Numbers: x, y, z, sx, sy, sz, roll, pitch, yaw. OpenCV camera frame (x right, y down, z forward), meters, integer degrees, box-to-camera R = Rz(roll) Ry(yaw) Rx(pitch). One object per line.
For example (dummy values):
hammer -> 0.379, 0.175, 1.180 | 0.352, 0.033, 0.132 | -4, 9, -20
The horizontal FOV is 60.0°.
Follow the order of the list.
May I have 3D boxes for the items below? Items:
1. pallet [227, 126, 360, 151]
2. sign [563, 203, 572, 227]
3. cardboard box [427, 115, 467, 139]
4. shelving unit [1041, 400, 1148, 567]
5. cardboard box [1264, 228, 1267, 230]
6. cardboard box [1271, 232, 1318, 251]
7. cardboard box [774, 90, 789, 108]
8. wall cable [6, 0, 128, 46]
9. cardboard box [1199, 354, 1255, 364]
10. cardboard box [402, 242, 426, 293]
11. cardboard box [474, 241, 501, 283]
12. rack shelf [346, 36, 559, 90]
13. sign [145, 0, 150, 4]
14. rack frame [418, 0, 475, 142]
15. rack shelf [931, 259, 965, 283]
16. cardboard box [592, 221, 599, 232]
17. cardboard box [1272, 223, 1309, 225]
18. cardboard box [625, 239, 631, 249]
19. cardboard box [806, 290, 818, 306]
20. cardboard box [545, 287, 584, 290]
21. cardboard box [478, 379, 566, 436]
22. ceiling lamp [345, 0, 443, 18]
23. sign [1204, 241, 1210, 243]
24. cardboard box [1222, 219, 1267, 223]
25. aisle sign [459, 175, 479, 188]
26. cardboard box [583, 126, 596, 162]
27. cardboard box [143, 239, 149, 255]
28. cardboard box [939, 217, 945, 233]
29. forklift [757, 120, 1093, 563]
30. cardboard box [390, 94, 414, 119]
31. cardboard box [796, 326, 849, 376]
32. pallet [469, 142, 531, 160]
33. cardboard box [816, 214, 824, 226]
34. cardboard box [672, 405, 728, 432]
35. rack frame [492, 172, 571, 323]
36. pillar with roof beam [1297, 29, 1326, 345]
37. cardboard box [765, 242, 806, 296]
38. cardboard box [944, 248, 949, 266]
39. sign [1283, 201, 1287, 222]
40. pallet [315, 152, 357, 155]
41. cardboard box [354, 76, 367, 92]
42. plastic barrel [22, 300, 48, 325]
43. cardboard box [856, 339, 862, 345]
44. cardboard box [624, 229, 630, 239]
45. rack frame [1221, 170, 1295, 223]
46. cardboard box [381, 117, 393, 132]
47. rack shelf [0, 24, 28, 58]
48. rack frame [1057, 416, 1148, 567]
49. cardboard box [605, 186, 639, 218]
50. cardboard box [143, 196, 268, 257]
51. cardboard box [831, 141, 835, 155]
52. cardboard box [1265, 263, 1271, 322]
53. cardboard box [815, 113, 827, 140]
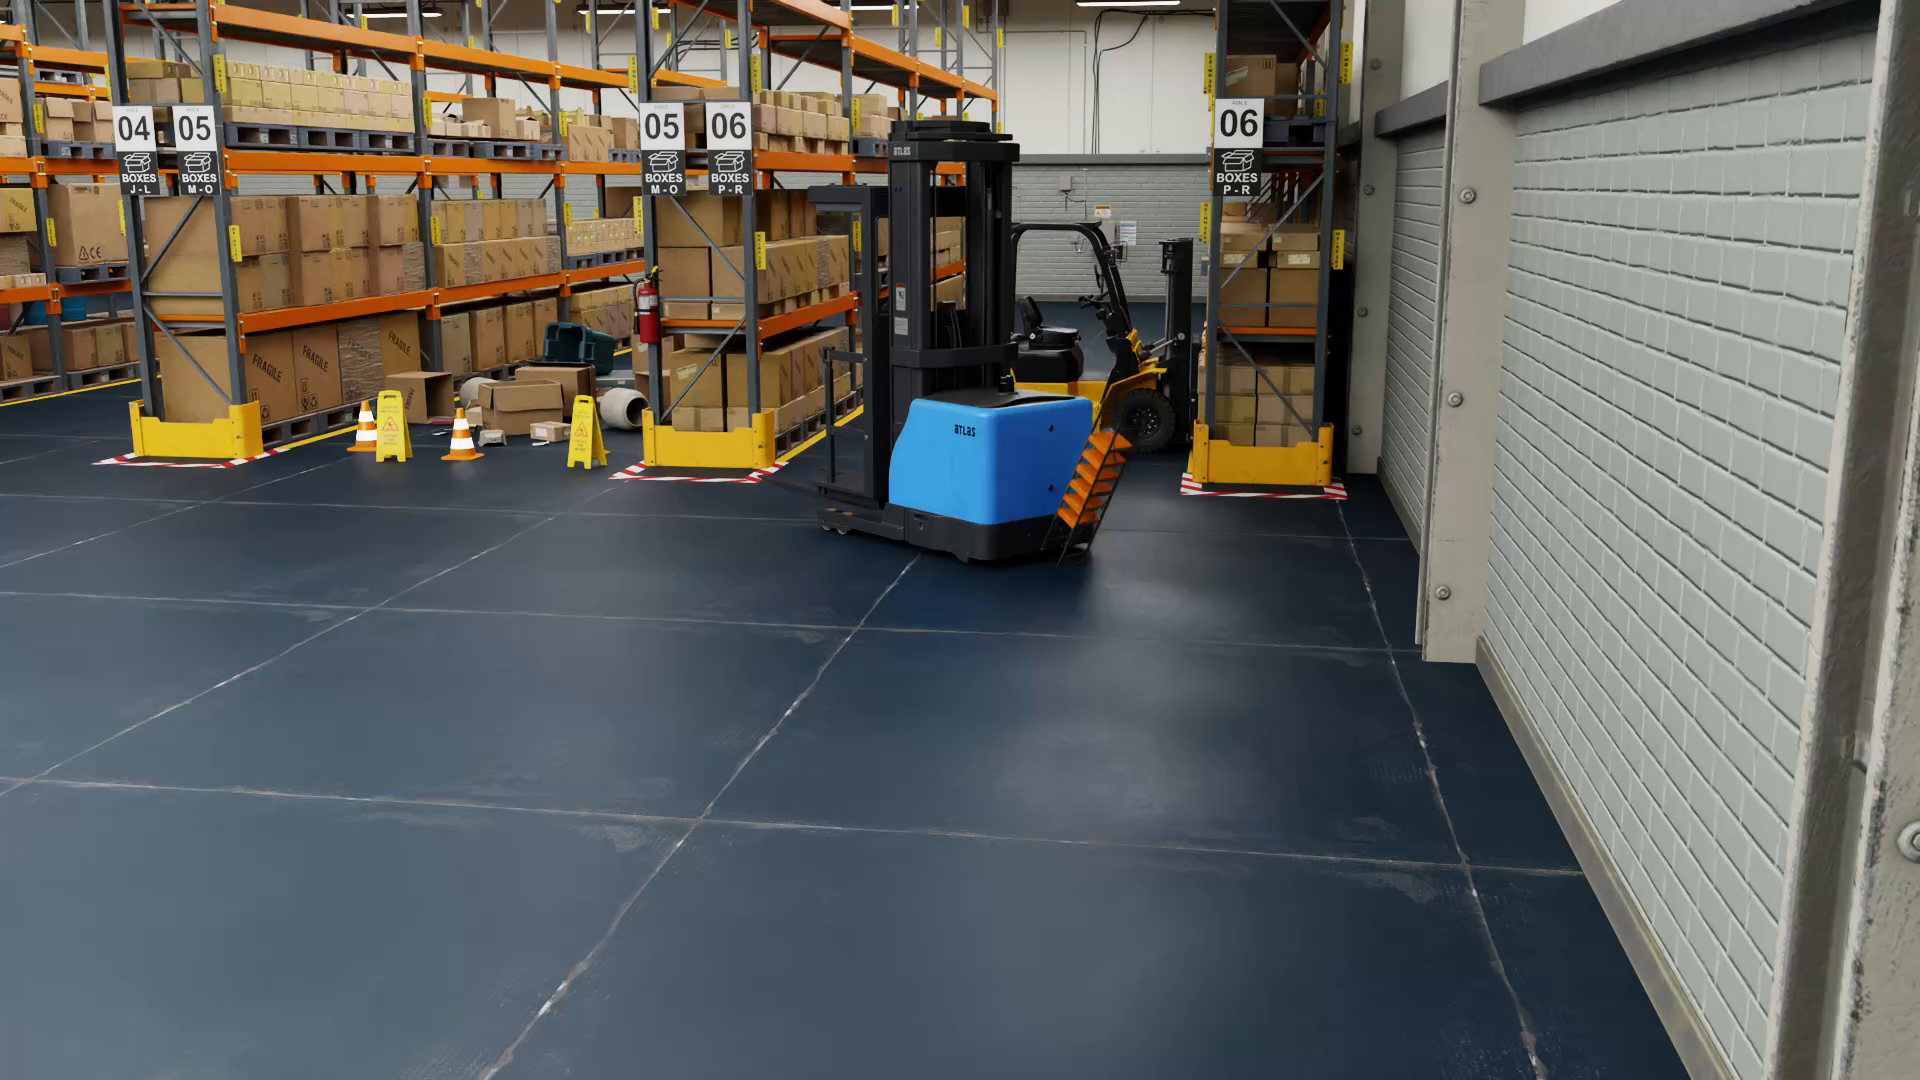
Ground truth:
pallet -> -6.917, -4.116, 17.061 | 1.003, 0.211, 1.213 | 2, 12, 9
sign -> -5.427, -4.497, 22.993 | 0.100, 0.325, 0.005 | 2, 12, 9
cardboard box -> -6.461, -5.271, 21.187 | 0.500, 0.311, 0.500 | 2, 12, 8
shelving unit -> 0.874, -0.362, 10.949 | 0.258, 1.200, 0.189 | -10, 44, -39
cardboard box -> 3.956, -3.831, 20.872 | 0.380, 0.149, 0.250 | 2, 12, 9
cardboard box -> 2.868, -2.558, 14.260 | 0.380, 0.149, 0.250 | 2, 12, 8
cardboard box -> -1.809, -4.097, 15.469 | 0.380, 0.149, 0.250 | 2, 12, 8
wall cable -> -20.418, -11.239, 38.166 | 3.097, 2.526, 0.112 | 2, 12, 9
cardboard box -> 2.441, -1.546, 15.204 | 0.500, 0.250, 0.500 | 2, 12, 10
cardboard box -> -6.636, -3.112, 18.957 | 0.875, 0.550, 0.550 | 2, 12, 9
cardboard box -> -6.088, -3.475, 20.759 | 0.500, 0.500, 0.500 | 2, 12, 8
rack shelf -> -6.284, -5.918, 20.749 | 1.077, 0.370, 4.000 | 2, 12, 9
sign -> -11.411, -7.614, 23.371 | 0.100, 0.325, 0.005 | 2, 12, 9
rack frame -> -9.631, -8.728, 31.134 | 1.000, 3.000, 0.127 | 2, 12, 9
rack shelf -> -0.762, -3.874, 24.556 | 1.077, 0.370, 4.000 | 2, 12, 9
cardboard box -> -5.552, -4.630, 24.545 | 0.380, 0.149, 0.250 | 2, 12, 11
cardboard box -> 3.470, -3.252, 17.478 | 0.380, 0.149, 0.250 | 2, 12, 9
cardboard box -> -5.345, -4.616, 25.894 | 0.380, 0.149, 0.250 | 1, 12, 6
cardboard box -> -1.659, -2.458, 16.876 | 0.380, 0.149, 0.250 | 2, 12, 9
cardboard box -> -5.969, -3.660, 25.013 | 0.500, 0.250, 0.500 | 2, 12, 10
cardboard box -> -4.531, -1.371, 17.161 | 0.797, 0.503, 0.637 | -7, 14, -30
ceiling lamp -> -11.624, -12.219, 33.477 | 2.000, 3.185, 0.800 | 2, 12, 9
sign -> 2.683, -3.359, 17.900 | 0.100, 0.325, 0.005 | 2, 12, 9
cardboard box -> 3.904, -4.251, 23.355 | 0.797, 0.503, 0.637 | 2, 12, 7
aisle sign -> -9.324, -7.072, 31.516 | 0.394, 0.787, 0.004 | 2, 12, 9
cardboard box -> -5.556, -5.678, 23.864 | 0.500, 0.500, 0.500 | 2, 12, 9
cardboard box -> -10.851, -3.914, 22.357 | 0.396, 0.266, 0.258 | 2, 12, 7
cardboard box -> -0.509, -4.757, 24.337 | 0.500, 0.500, 0.500 | 2, 12, 10
forklift -> -0.403, -1.534, 12.152 | 1.130, 2.935, 3.031 | -10, 16, -39
cardboard box -> -6.413, -4.798, 18.431 | 0.500, 0.250, 0.500 | 2, 12, 8
cardboard box -> -1.510, -2.072, 18.239 | 0.500, 0.500, 0.500 | 2, 12, 8
pallet -> -6.192, -4.954, 21.188 | 1.003, 0.211, 1.213 | 2, 12, 11
cardboard box -> -1.840, -3.480, 19.079 | 0.500, 0.500, 0.500 | 2, 12, 8
cardboard box -> -2.438, -1.187, 15.911 | 0.500, 0.250, 0.500 | 2, 12, 8
rack frame -> -5.976, -3.948, 23.195 | 1.000, 3.000, 0.127 | 2, 12, 9
pillar with roof beam -> 1.195, -7.670, 26.222 | 9.100, 9.000, 0.400 | 2, 12, 9
cardboard box -> -1.799, -2.642, 16.188 | 0.500, 0.500, 0.500 | 2, 12, 8
cardboard box -> -0.450, -4.257, 24.980 | 0.500, 0.250, 0.500 | 2, 12, 7
sign -> 5.000, -5.031, 25.467 | 0.100, 0.325, 0.005 | 2, 12, 9
pallet -> -10.339, -6.143, 26.713 | 0.805, 0.209, 1.217 | 1, 12, 6
cardboard box -> -6.488, -4.806, 17.523 | 0.380, 0.149, 0.250 | 2, 12, 9
plastic barrel -> -15.350, -4.043, 27.617 | 0.600, 0.901, 0.708 | 2, 12, 9
cardboard box -> -1.394, -2.301, 20.791 | 0.950, 0.372, 0.625 | 2, 12, 11
cardboard box -> -5.345, -4.756, 25.837 | 0.380, 0.149, 0.250 | 1, 12, 7
rack frame -> 3.836, -3.649, 21.806 | 1.000, 3.000, 0.127 | 2, 12, 9
cardboard box -> -6.408, -4.521, 18.094 | 0.380, 0.149, 0.250 | 2, 12, 10
rack shelf -> -11.784, -5.461, 17.687 | 1.077, 0.370, 4.000 | 2, 12, 9
rack frame -> 0.926, -0.307, 10.897 | 0.240, 1.200, 0.006 | -10, 44, -39
cardboard box -> -5.556, -5.571, 27.406 | 0.500, 0.500, 0.500 | 1, 12, 7
cardboard box -> -7.111, -2.960, 15.691 | 0.875, 0.550, 0.550 | 2, 12, 9
cardboard box -> -1.558, -4.195, 17.814 | 0.380, 0.149, 0.250 | 2, 12, 9
cardboard box -> 3.014, -2.236, 15.011 | 0.500, 0.500, 0.500 | 2, 12, 10
cardboard box -> -1.656, -4.203, 16.908 | 0.500, 0.250, 0.500 | 2, 12, 8
